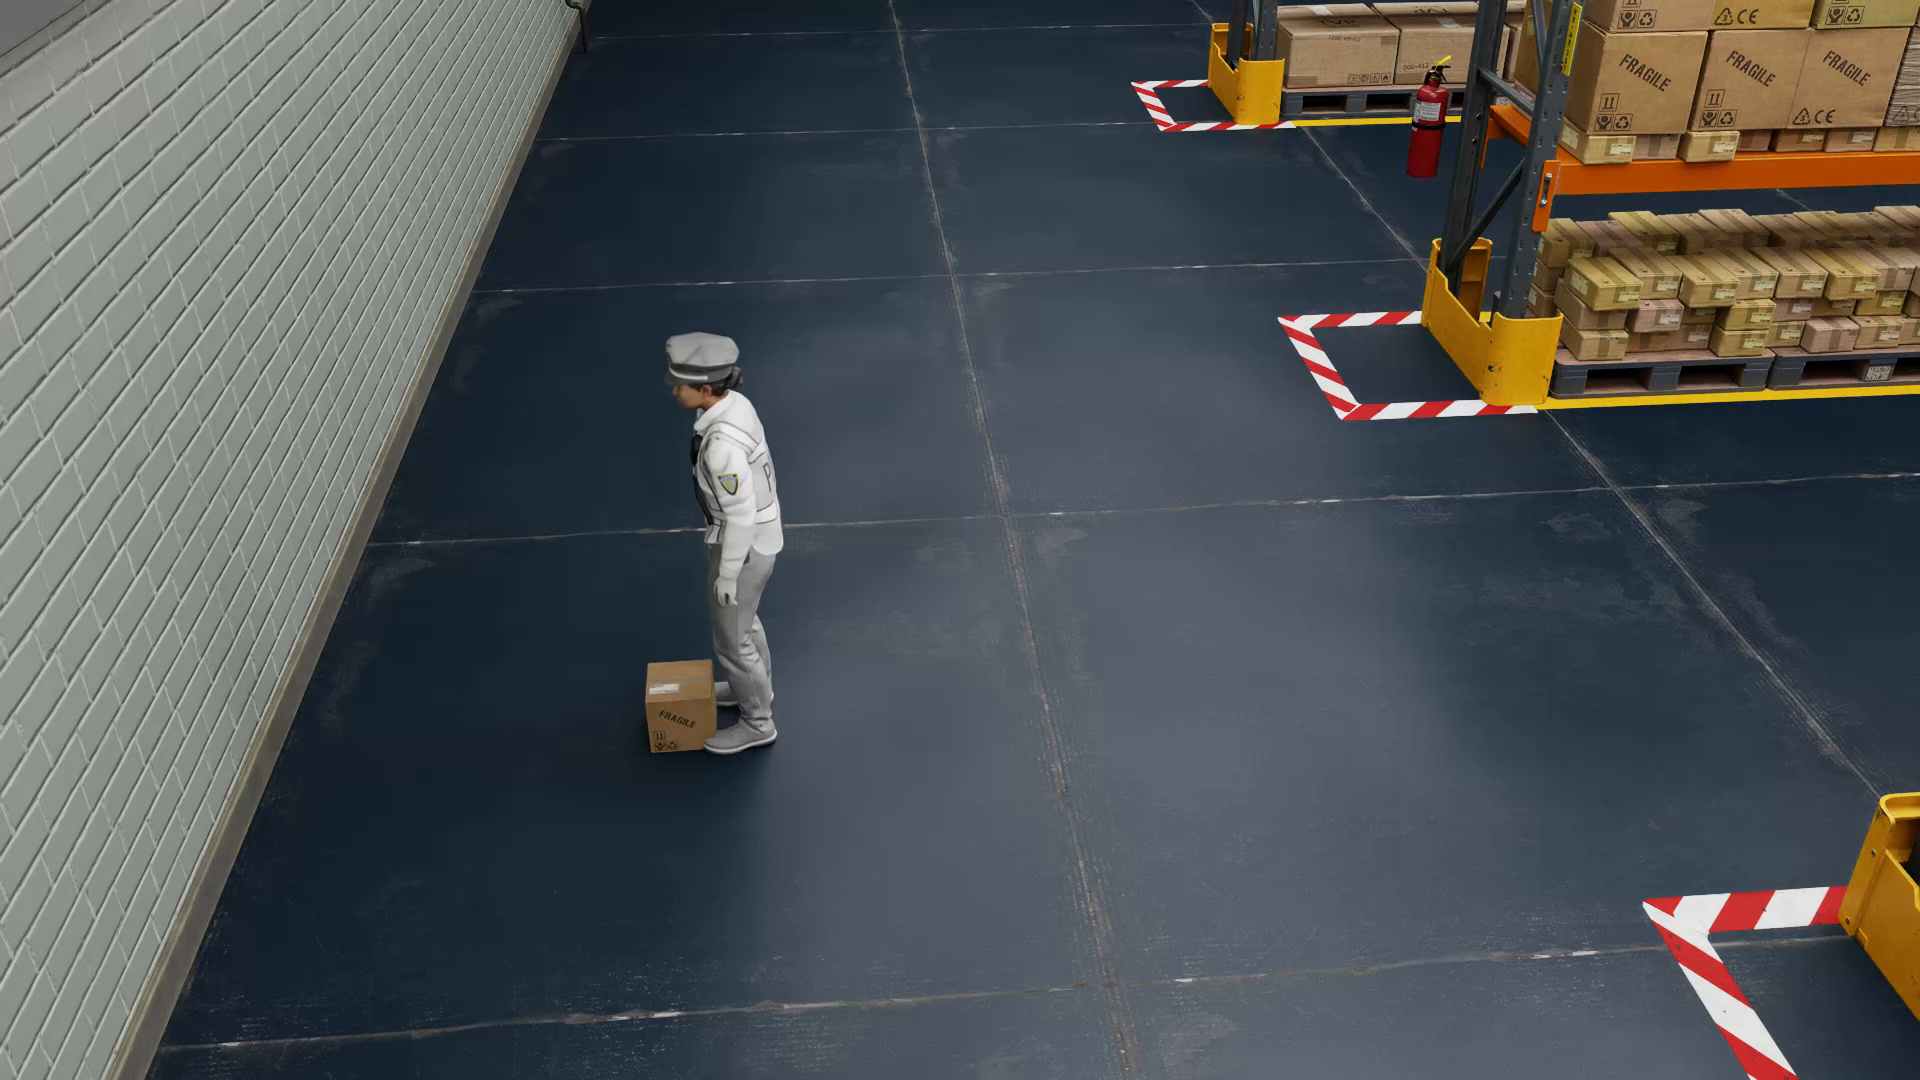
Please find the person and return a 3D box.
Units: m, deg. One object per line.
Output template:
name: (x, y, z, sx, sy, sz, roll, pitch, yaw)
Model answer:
person: (-0.834, 0.022, 6.094, 0.371, 1.662, 0.522, -4, 32, -6)
